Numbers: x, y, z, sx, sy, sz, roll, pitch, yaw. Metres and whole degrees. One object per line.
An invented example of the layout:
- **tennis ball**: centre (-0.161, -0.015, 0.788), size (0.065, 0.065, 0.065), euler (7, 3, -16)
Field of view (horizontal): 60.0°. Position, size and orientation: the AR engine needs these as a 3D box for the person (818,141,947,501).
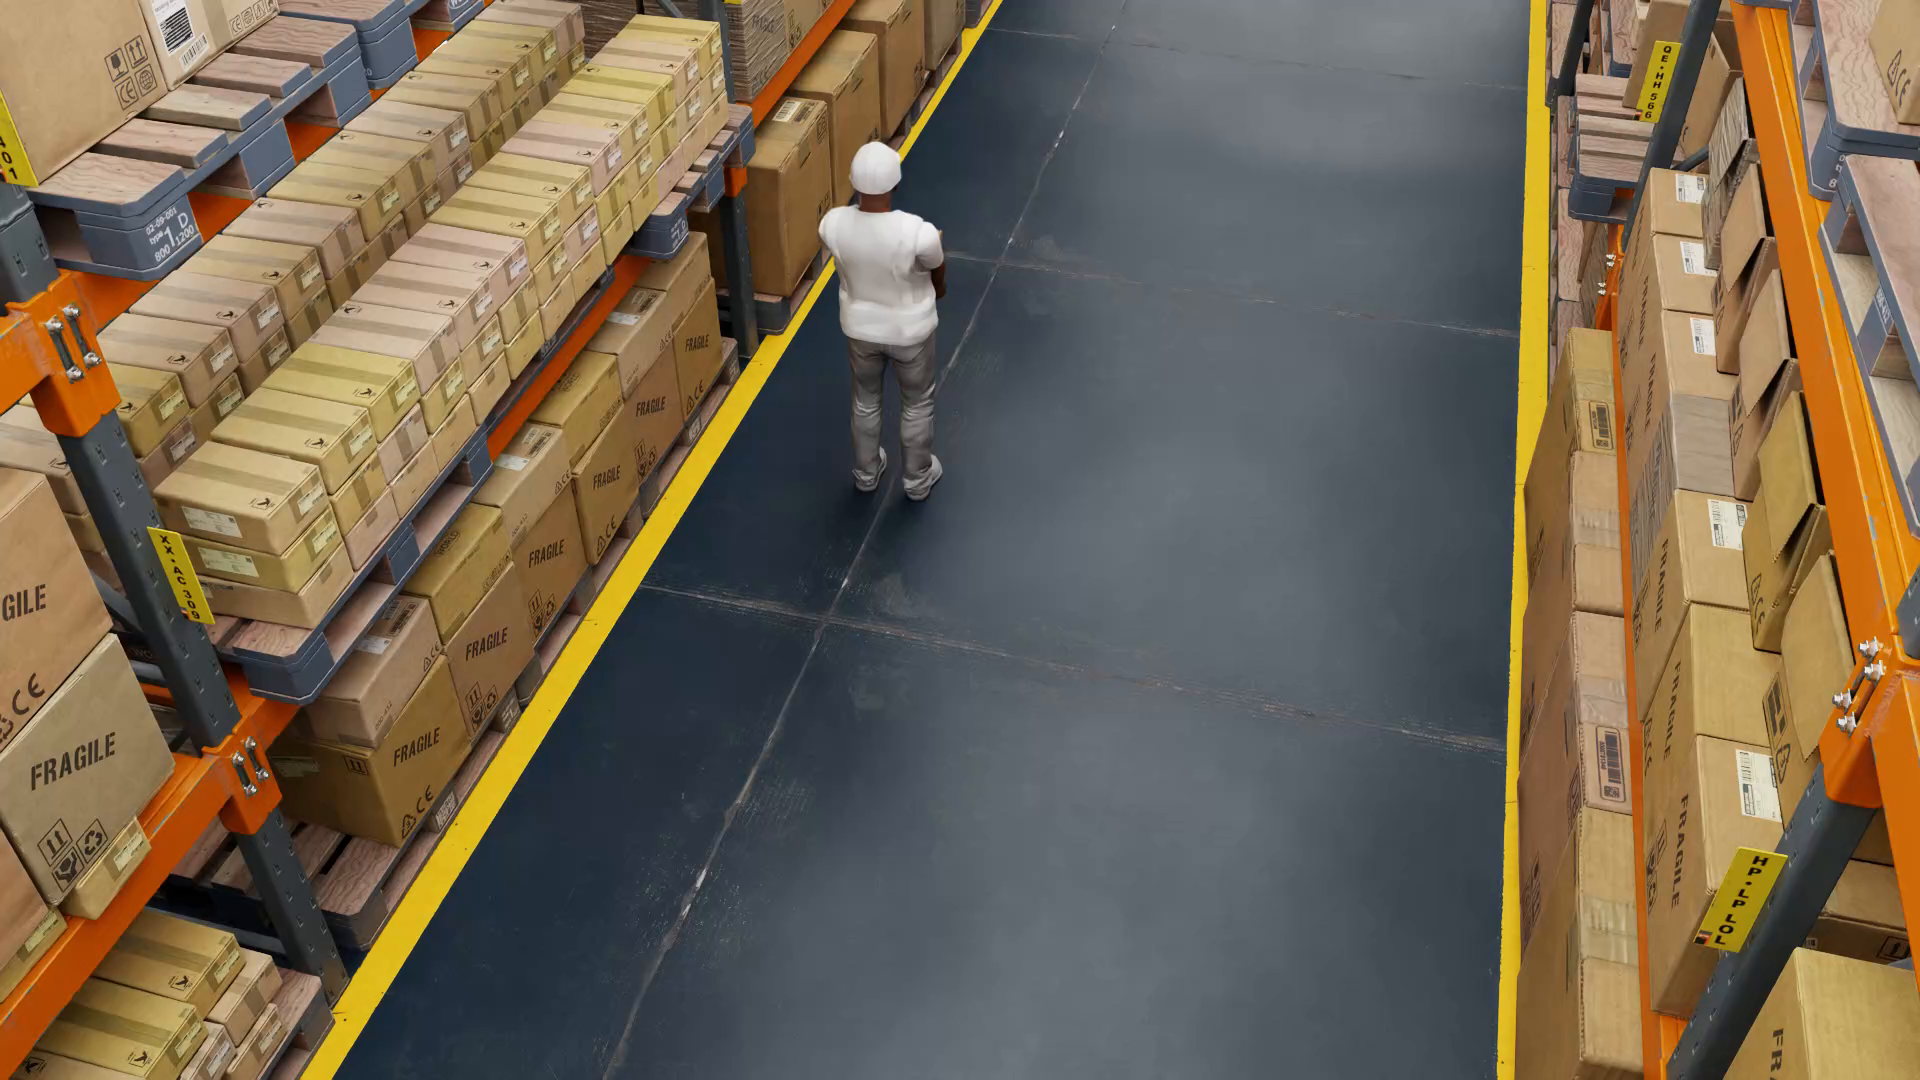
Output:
- **person**: centre (-0.296, -0.993, 7.294), size (0.504, 1.761, 0.572), euler (10, 42, 11)
